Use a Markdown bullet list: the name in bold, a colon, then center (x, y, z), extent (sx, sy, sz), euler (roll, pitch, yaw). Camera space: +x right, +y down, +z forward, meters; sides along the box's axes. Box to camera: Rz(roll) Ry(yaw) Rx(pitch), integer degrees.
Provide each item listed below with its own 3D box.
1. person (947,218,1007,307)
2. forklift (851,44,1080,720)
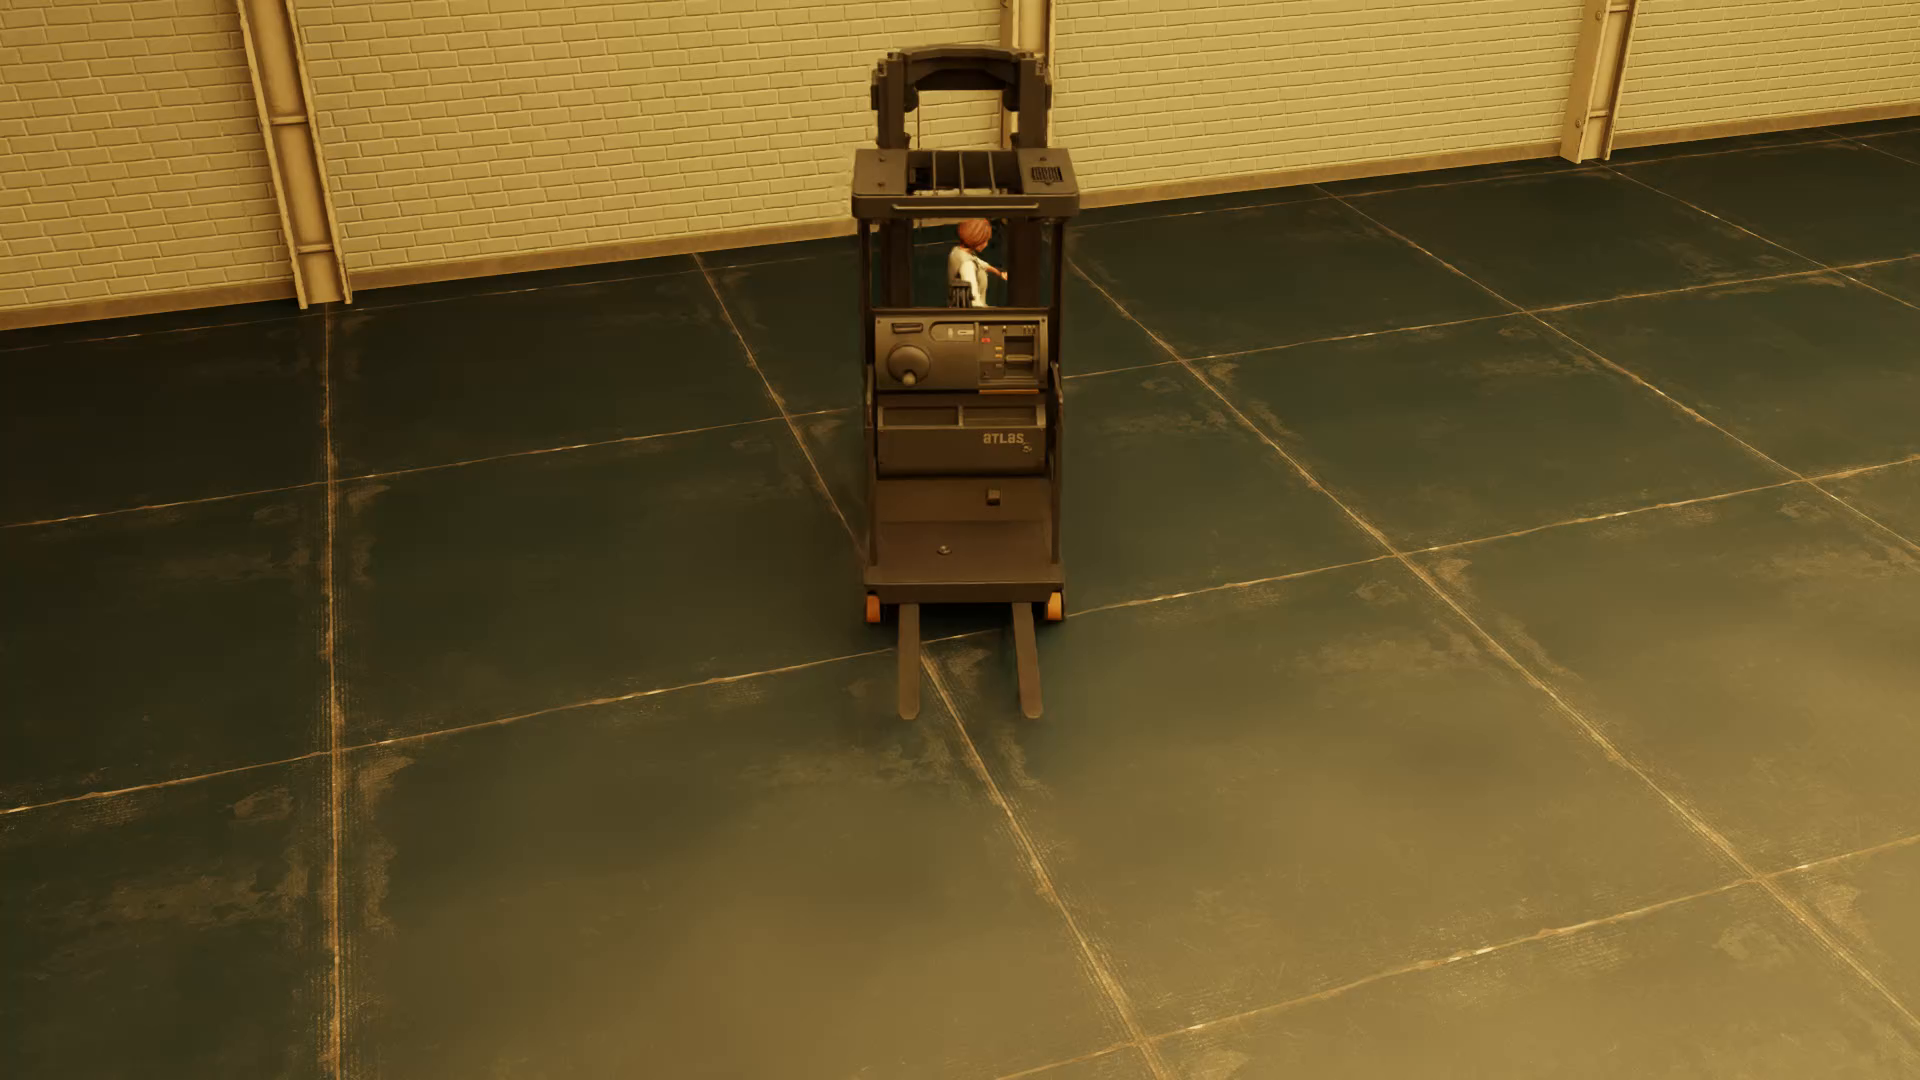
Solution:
- **person**: center (0.159, -1.486, 11.227), extent (0.900, 1.428, 0.912), euler (-3, 30, -5)
- **forklift**: center (0.016, -0.966, 8.766), extent (1.130, 2.935, 3.031), euler (-1, 30, -1)
